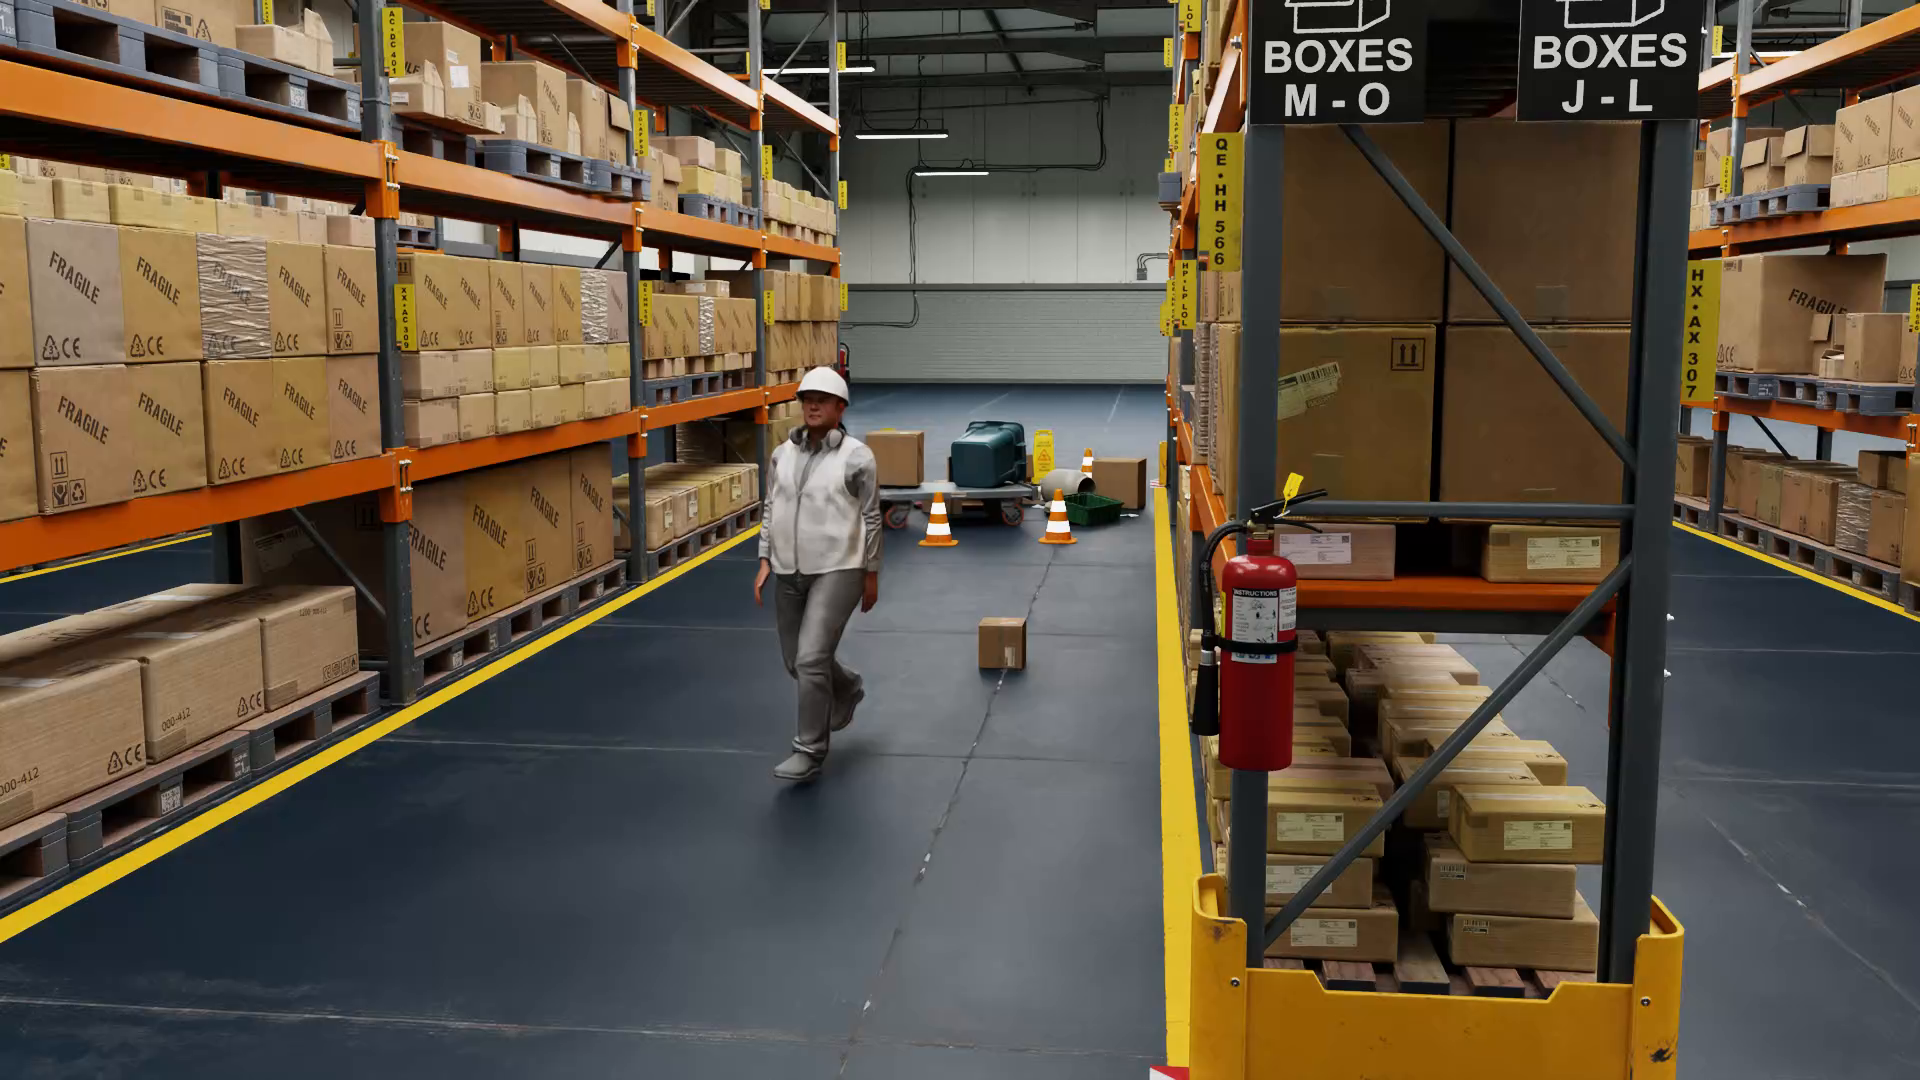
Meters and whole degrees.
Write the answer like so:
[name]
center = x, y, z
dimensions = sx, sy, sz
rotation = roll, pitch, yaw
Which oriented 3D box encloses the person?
[person]
center = -0.606, 0.115, 7.272
dimensions = 0.530, 1.735, 0.931
rotation = 4, 9, 28
